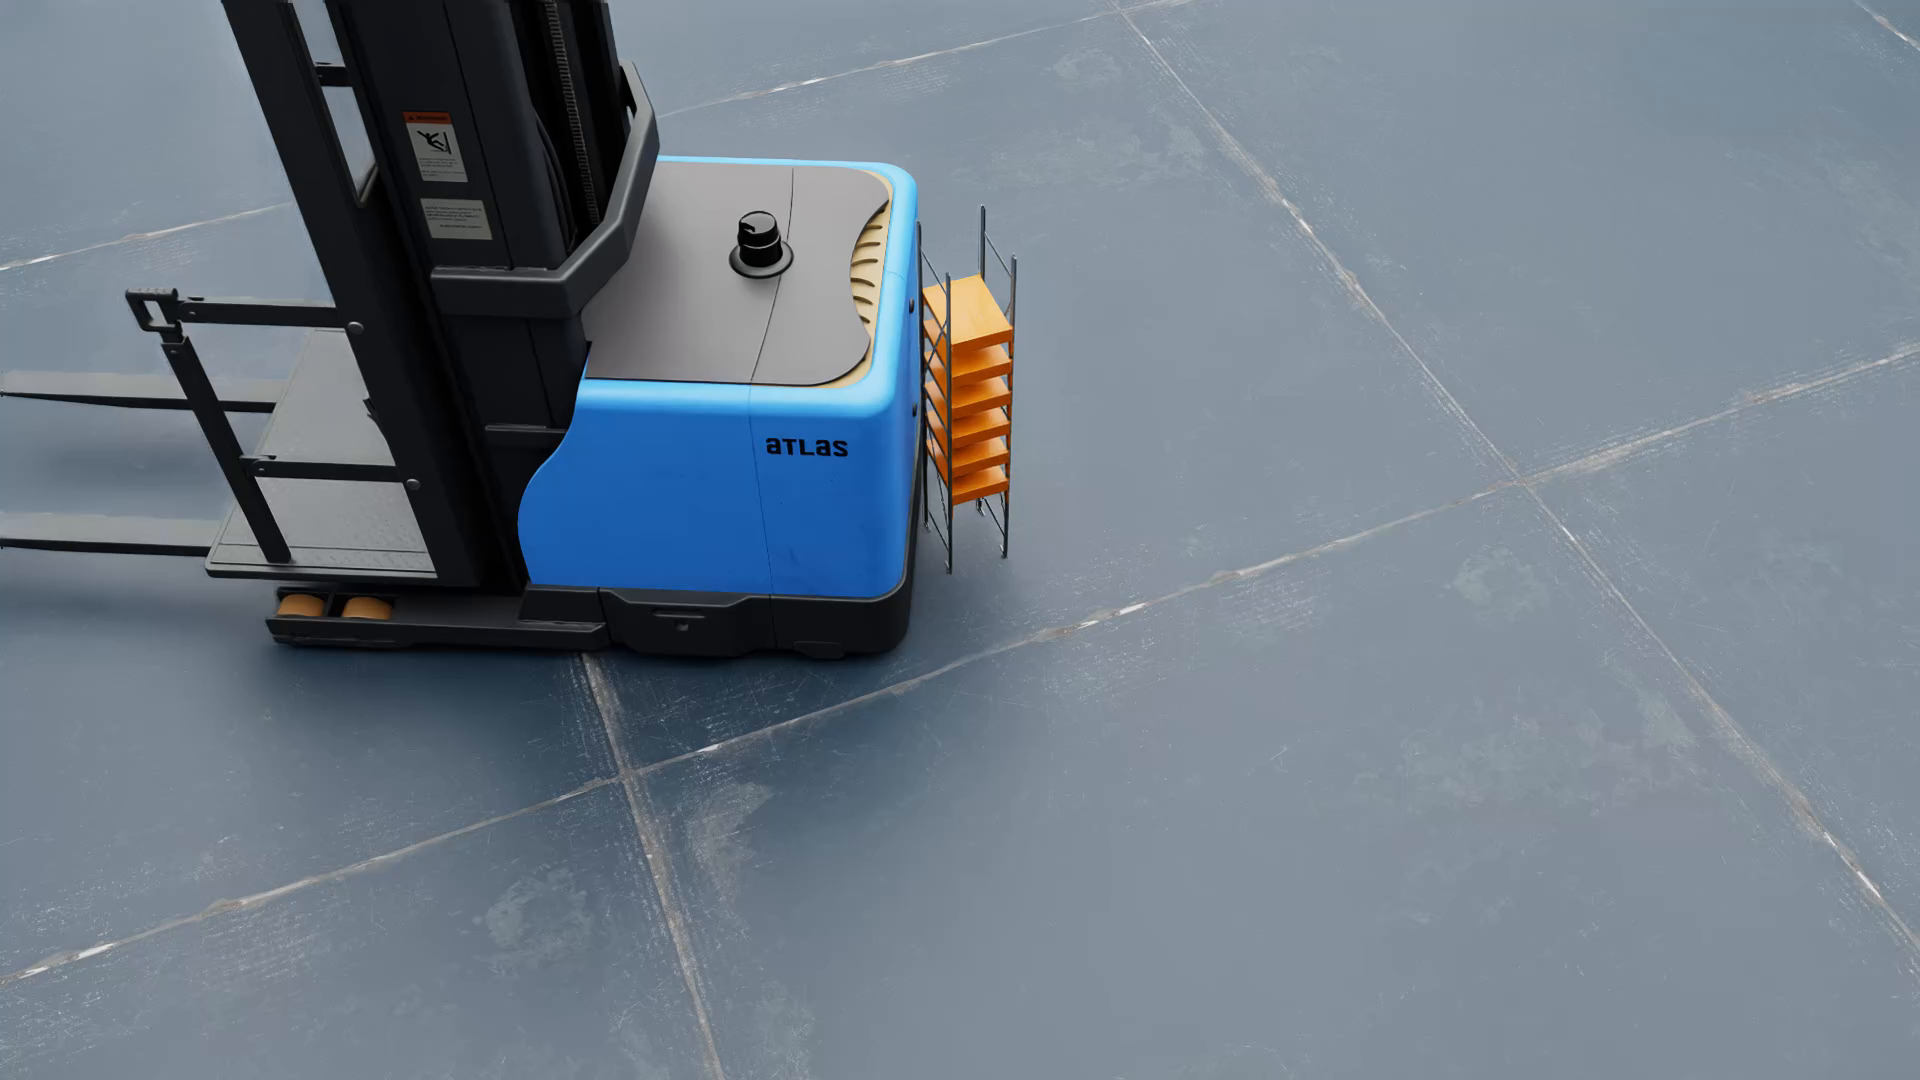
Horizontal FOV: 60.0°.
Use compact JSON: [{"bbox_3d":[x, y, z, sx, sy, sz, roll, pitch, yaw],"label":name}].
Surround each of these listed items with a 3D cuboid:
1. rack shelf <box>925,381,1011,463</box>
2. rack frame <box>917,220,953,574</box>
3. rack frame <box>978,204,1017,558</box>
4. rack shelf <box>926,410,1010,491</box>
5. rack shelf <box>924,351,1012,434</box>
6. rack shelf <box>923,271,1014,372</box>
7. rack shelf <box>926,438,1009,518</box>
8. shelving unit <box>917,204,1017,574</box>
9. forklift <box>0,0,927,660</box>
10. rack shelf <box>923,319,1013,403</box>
[{"bbox_3d":[0.017,-0.366,4.832,0.180,0.103,0.258,-16,51,-13],"label":"rack shelf"},{"bbox_3d":[-0.069,-0.370,4.777,0.006,1.200,0.240,-16,51,-13],"label":"rack frame"},{"bbox_3d":[0.102,-0.420,4.819,0.006,1.200,0.240,-16,51,-13],"label":"rack frame"},{"bbox_3d":[0.017,-0.288,4.923,0.180,0.103,0.258,-16,51,-13],"label":"rack shelf"},{"bbox_3d":[0.017,-0.444,4.741,0.180,0.103,0.258,-16,51,-13],"label":"rack shelf"},{"bbox_3d":[0.016,-0.601,4.559,0.180,0.103,0.258,-16,51,-13],"label":"rack shelf"},{"bbox_3d":[0.017,-0.209,5.014,0.180,0.103,0.258,-16,51,-13],"label":"rack shelf"},{"bbox_3d":[0.017,-0.395,4.798,0.189,1.200,0.258,-16,51,-13],"label":"shelving unit"},{"bbox_3d":[-1.644,-1.031,4.204,3.031,2.935,1.130,2,49,2],"label":"forklift"},{"bbox_3d":[0.016,-0.522,4.650,0.180,0.103,0.258,-16,51,-13],"label":"rack shelf"}]
